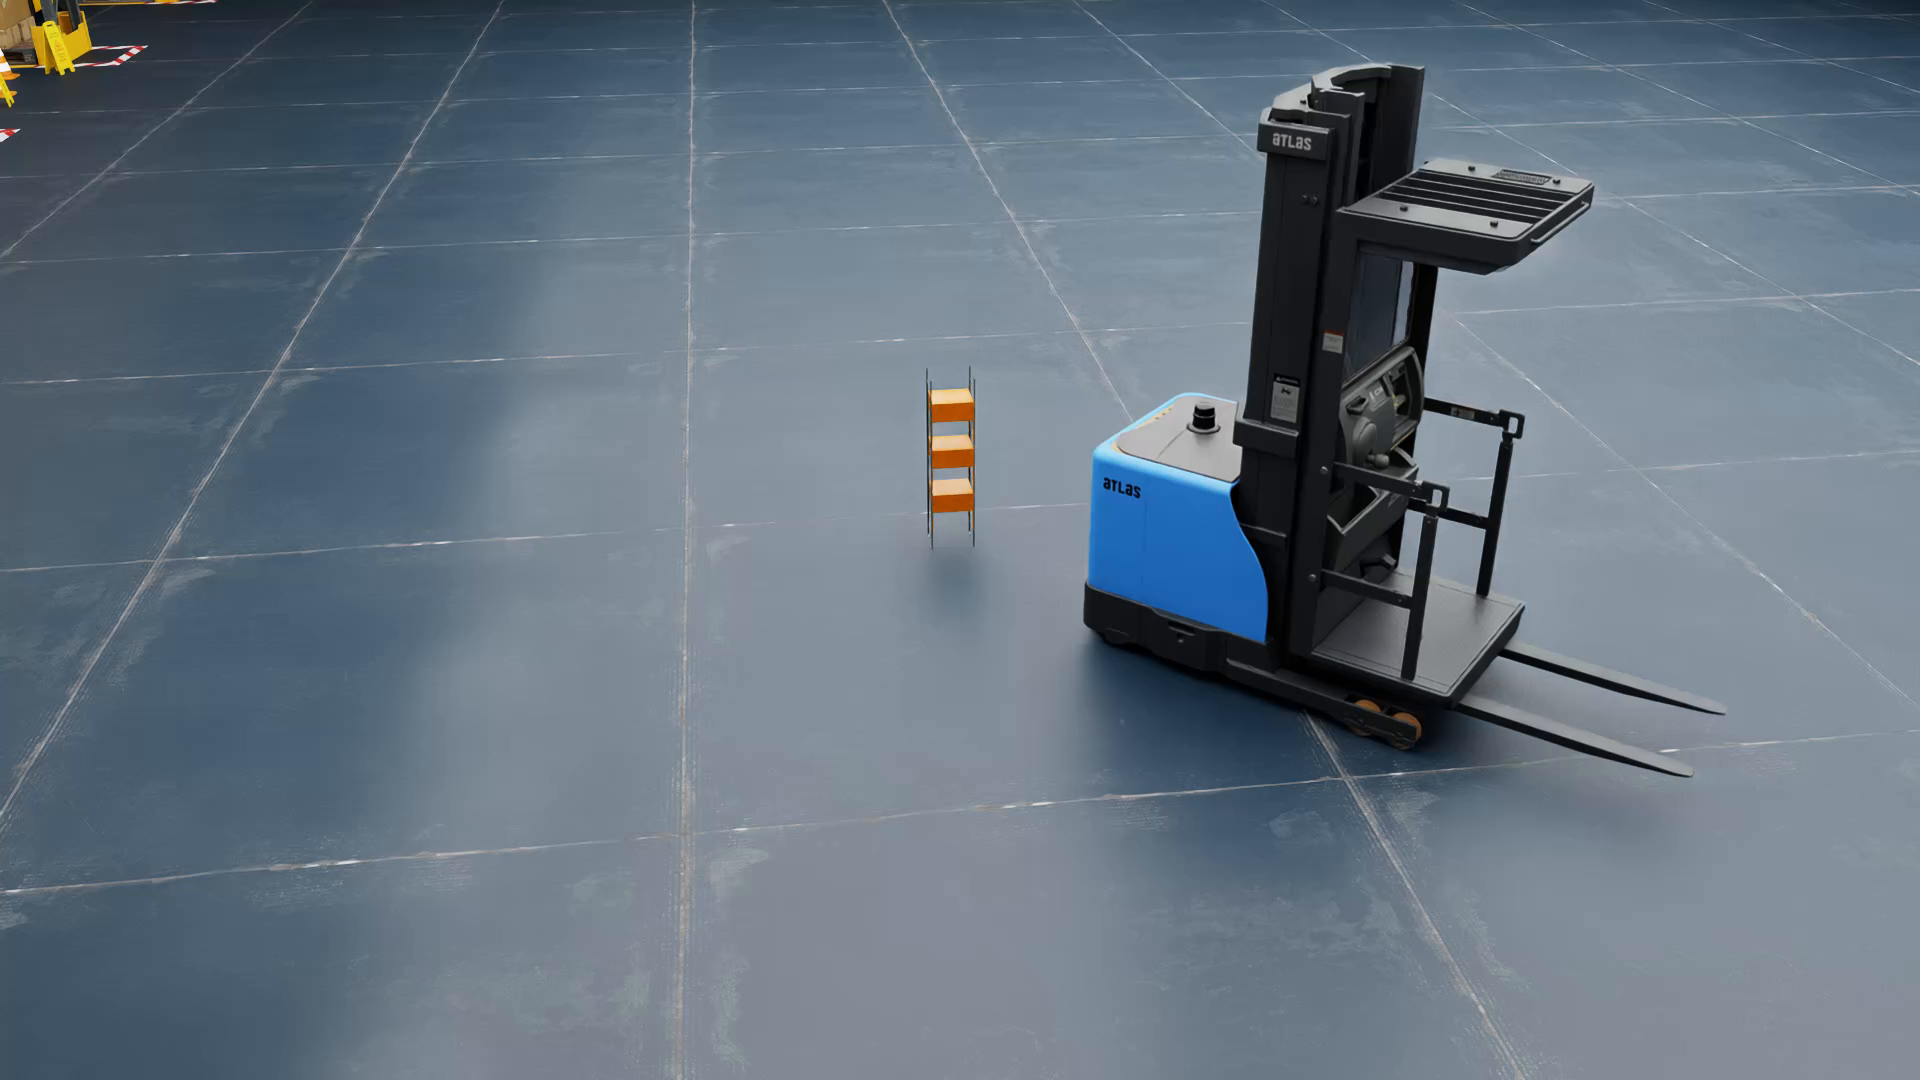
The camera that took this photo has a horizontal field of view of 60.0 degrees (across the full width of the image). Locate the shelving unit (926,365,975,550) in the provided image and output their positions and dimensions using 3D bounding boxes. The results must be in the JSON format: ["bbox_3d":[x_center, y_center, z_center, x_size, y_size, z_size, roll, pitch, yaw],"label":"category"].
[{"bbox_3d":[-0.053,-0.464,9.504,0.252,1.050,0.215,-4,27,-7],"label":"shelving unit"}]

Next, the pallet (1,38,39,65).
[{"bbox_3d":[-12.883,-6.583,22.348,1.213,0.211,1.003,-4,27,-7],"label":"pallet"}]

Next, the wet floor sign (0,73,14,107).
[{"bbox_3d":[-11.456,-5.482,19.728,0.232,0.644,0.267,-8,28,-16],"label":"wet floor sign"}]

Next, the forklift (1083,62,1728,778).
[{"bbox_3d":[2.146,-0.597,7.702,3.031,2.935,1.130,18,32,31],"label":"forklift"}]

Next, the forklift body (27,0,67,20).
[{"bbox_3d":[-14.317,-8.785,24.515,1.214,2.155,2.313,-4,27,-7],"label":"forklift body"}]

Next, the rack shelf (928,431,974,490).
[{"bbox_3d":[-0.053,-0.454,9.509,0.240,0.259,0.215,-4,27,-7],"label":"rack shelf"}]

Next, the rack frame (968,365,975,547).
[{"bbox_3d":[0.068,-0.471,9.519,0.008,1.050,0.200,-4,27,-7],"label":"rack frame"}]

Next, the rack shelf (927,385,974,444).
[{"bbox_3d":[-0.053,-0.707,9.379,0.240,0.259,0.215,-4,27,-7],"label":"rack shelf"}]

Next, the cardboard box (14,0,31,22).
[{"bbox_3d":[-12.859,-7.233,22.292,0.500,0.500,0.500,-5,28,-9],"label":"cardboard box"}]

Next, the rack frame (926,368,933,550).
[{"bbox_3d":[-0.174,-0.456,9.489,0.008,1.050,0.200,-4,27,-7],"label":"rack frame"}]

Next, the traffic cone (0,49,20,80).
[{"bbox_3d":[-12.244,-6.125,21.180,0.334,0.463,0.336,-4,27,-7],"label":"traffic cone"}]

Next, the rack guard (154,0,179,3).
[{"bbox_3d":[-12.670,-8.997,26.737,0.348,0.500,1.175,-4,27,-7],"label":"rack guard"}]

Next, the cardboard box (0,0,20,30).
[{"bbox_3d":[-12.755,-6.992,21.822,0.500,0.500,0.500,-4,27,-7],"label":"cardboard box"}]

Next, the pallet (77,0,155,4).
[{"bbox_3d":[-13.445,-8.800,26.668,1.213,0.211,1.003,-4,27,-7],"label":"pallet"}]

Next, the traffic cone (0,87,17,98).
[{"bbox_3d":[-11.753,-5.645,20.244,0.334,0.463,0.336,-4,27,-7],"label":"traffic cone"}]

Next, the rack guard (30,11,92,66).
[{"bbox_3d":[-12.073,-6.747,22.352,0.348,0.500,1.175,-4,27,-7],"label":"rack guard"}]

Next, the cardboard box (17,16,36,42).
[{"bbox_3d":[-12.836,-6.901,22.466,0.500,0.250,0.500,-4,27,-8],"label":"cardboard box"}]

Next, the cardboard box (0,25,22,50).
[{"bbox_3d":[-12.785,-6.653,21.982,0.500,0.250,0.500,-4,27,-7],"label":"cardboard box"}]

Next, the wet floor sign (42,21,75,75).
[{"bbox_3d":[-11.661,-6.345,21.409,0.232,0.644,0.267,6,28,11],"label":"wet floor sign"}]

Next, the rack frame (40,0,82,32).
[{"bbox_3d":[-11.998,-7.864,21.791,0.127,3.000,1.000,-4,27,-7],"label":"rack frame"}]

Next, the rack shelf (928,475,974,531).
[{"bbox_3d":[-0.053,-0.207,9.635,0.240,0.259,0.215,-4,27,-7],"label":"rack shelf"}]
